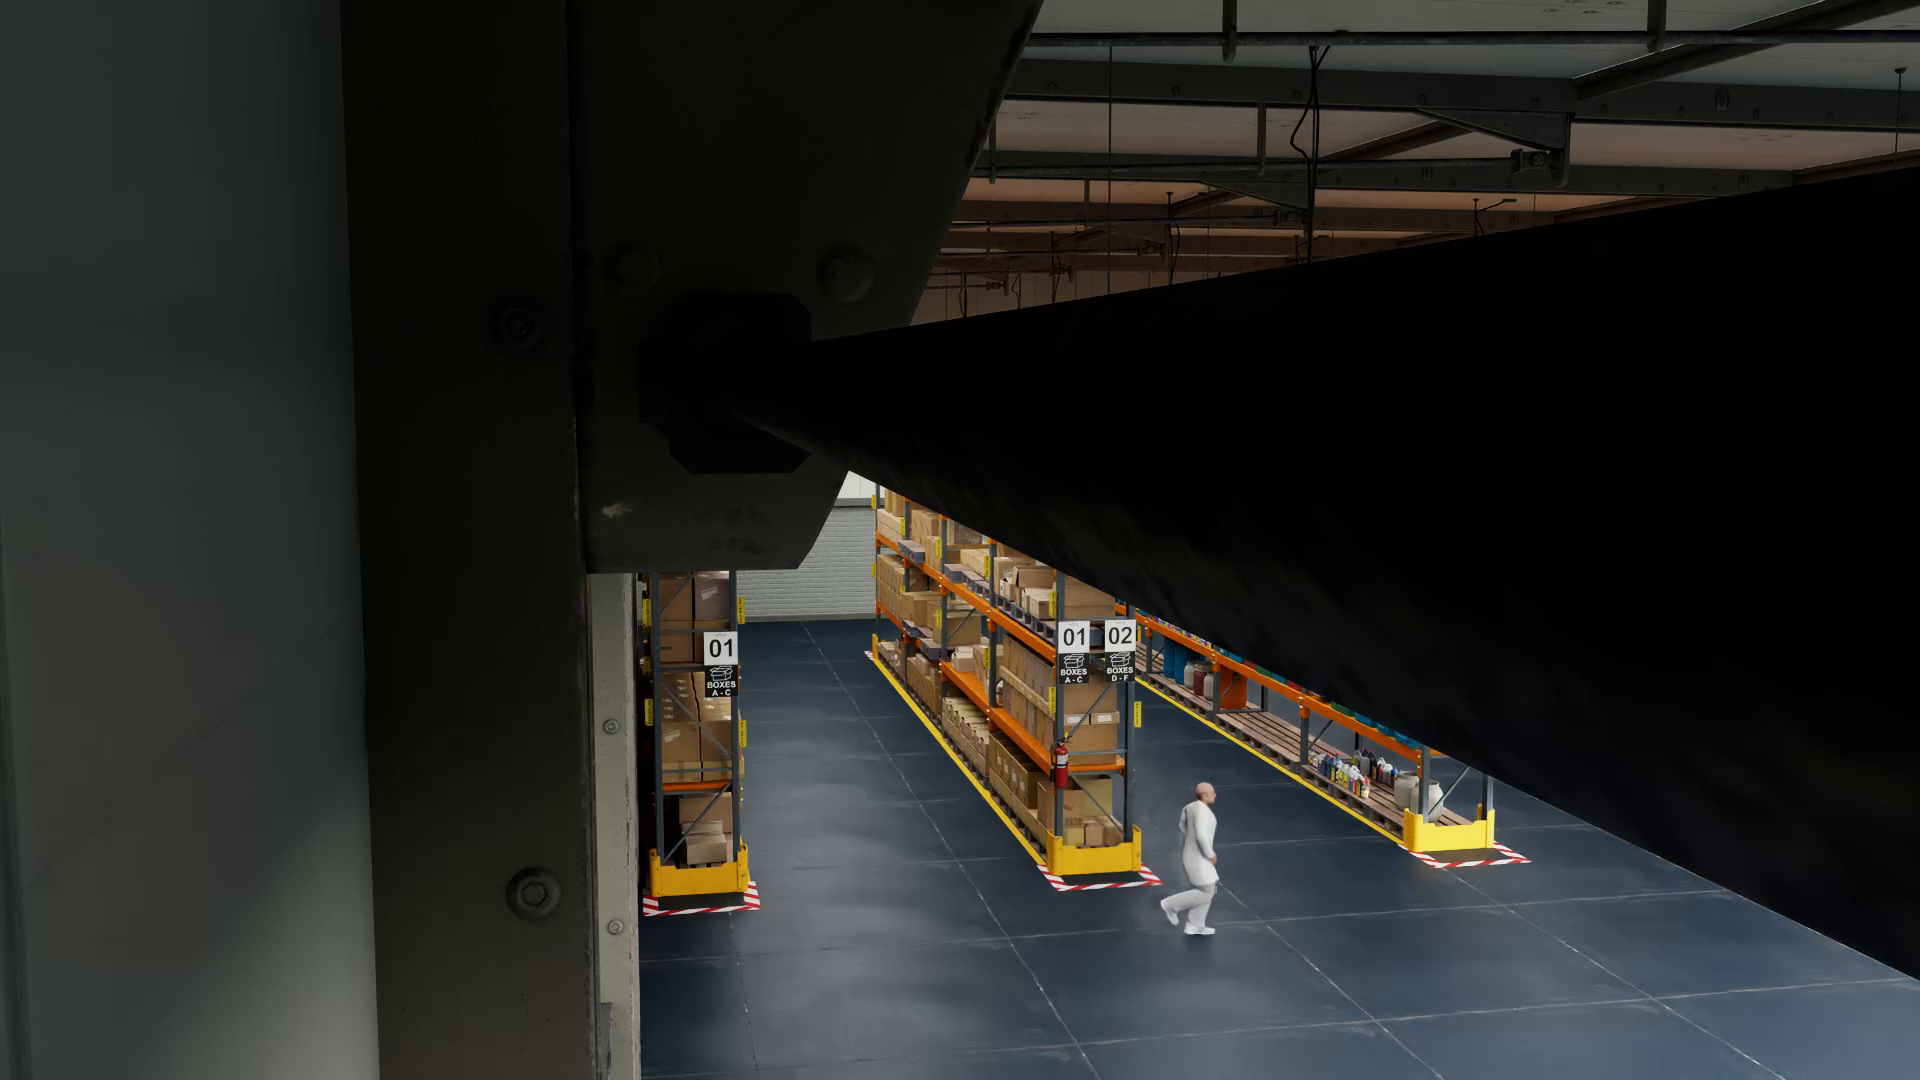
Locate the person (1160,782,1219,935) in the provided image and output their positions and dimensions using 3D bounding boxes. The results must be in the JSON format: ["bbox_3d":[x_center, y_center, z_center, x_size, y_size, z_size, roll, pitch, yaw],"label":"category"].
[{"bbox_3d":[2.572,3.573,18.627,0.649,1.730,0.703,0,6,1],"label":"person"}]
